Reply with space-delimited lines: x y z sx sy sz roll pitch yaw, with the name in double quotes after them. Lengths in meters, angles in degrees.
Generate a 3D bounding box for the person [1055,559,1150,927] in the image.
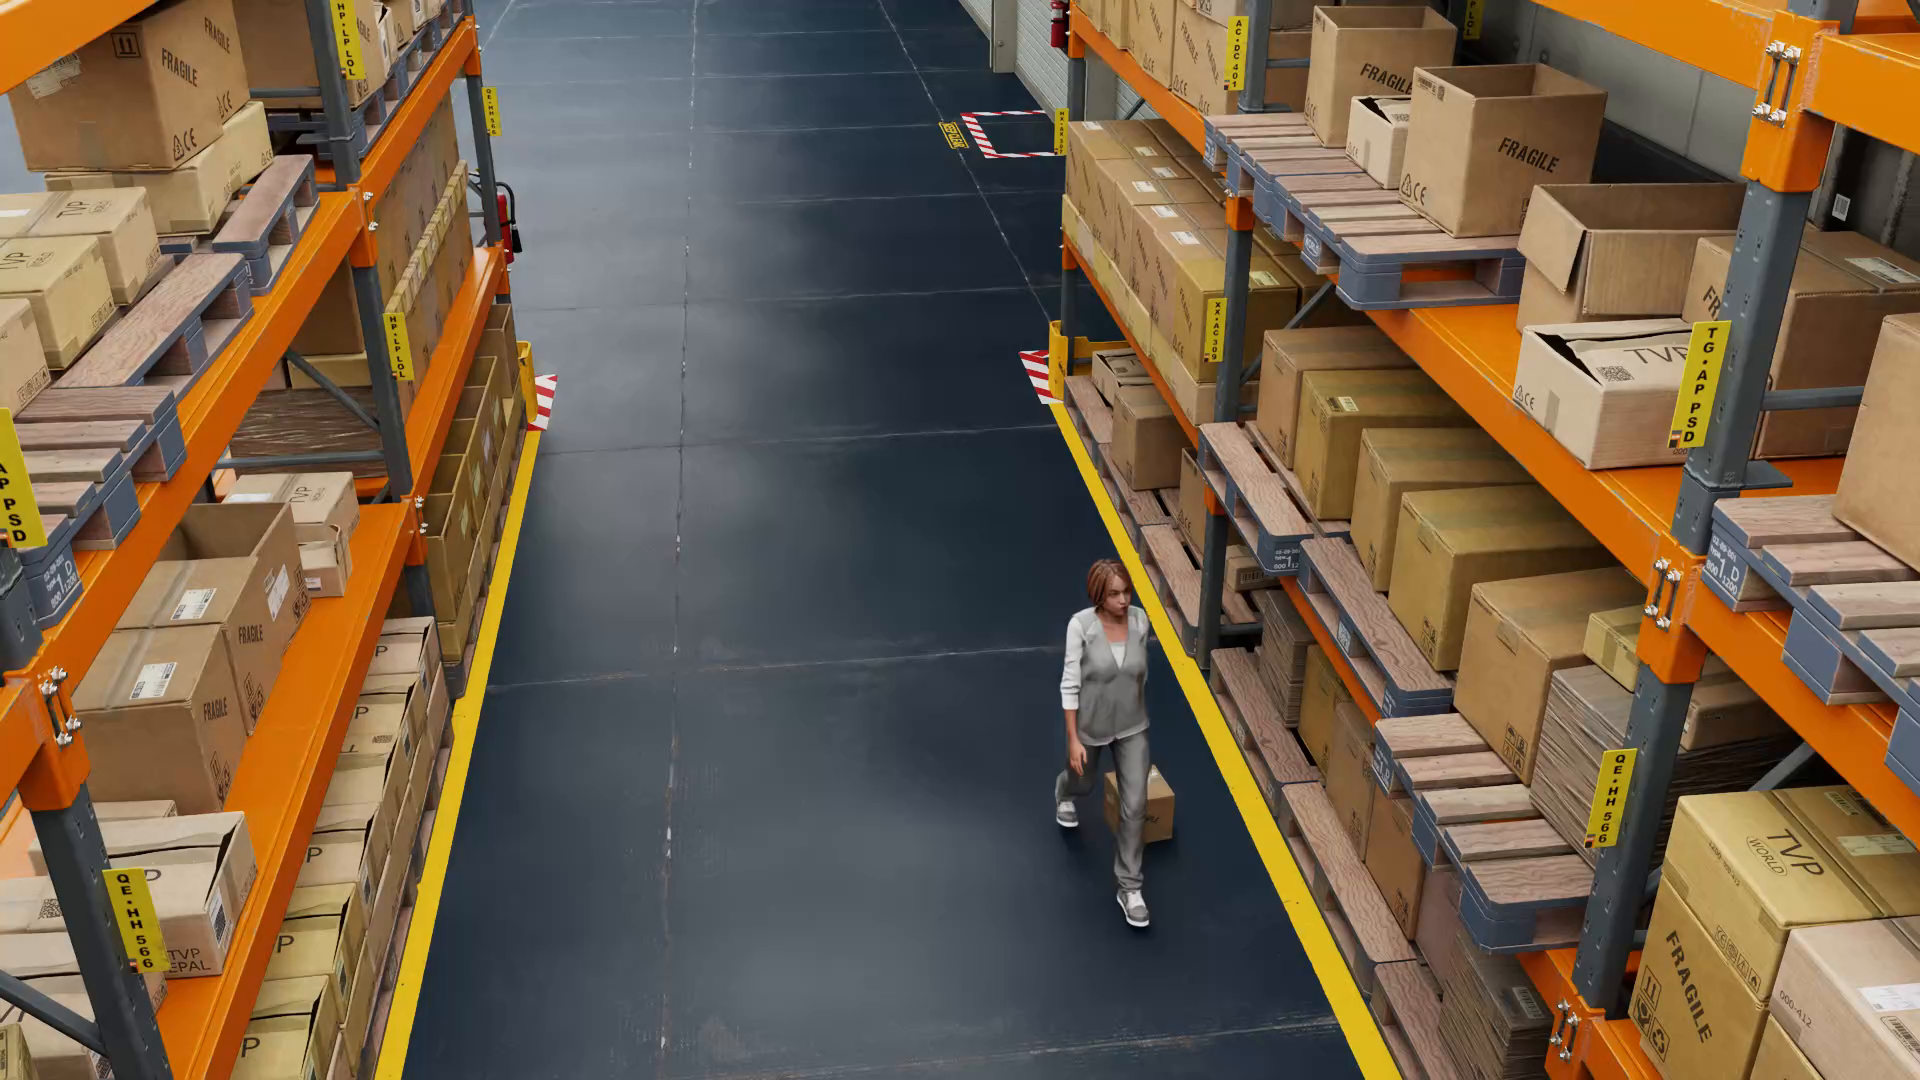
0.615 0.784 7.113 0.409 1.545 0.922 -4 28 -8 "person"
